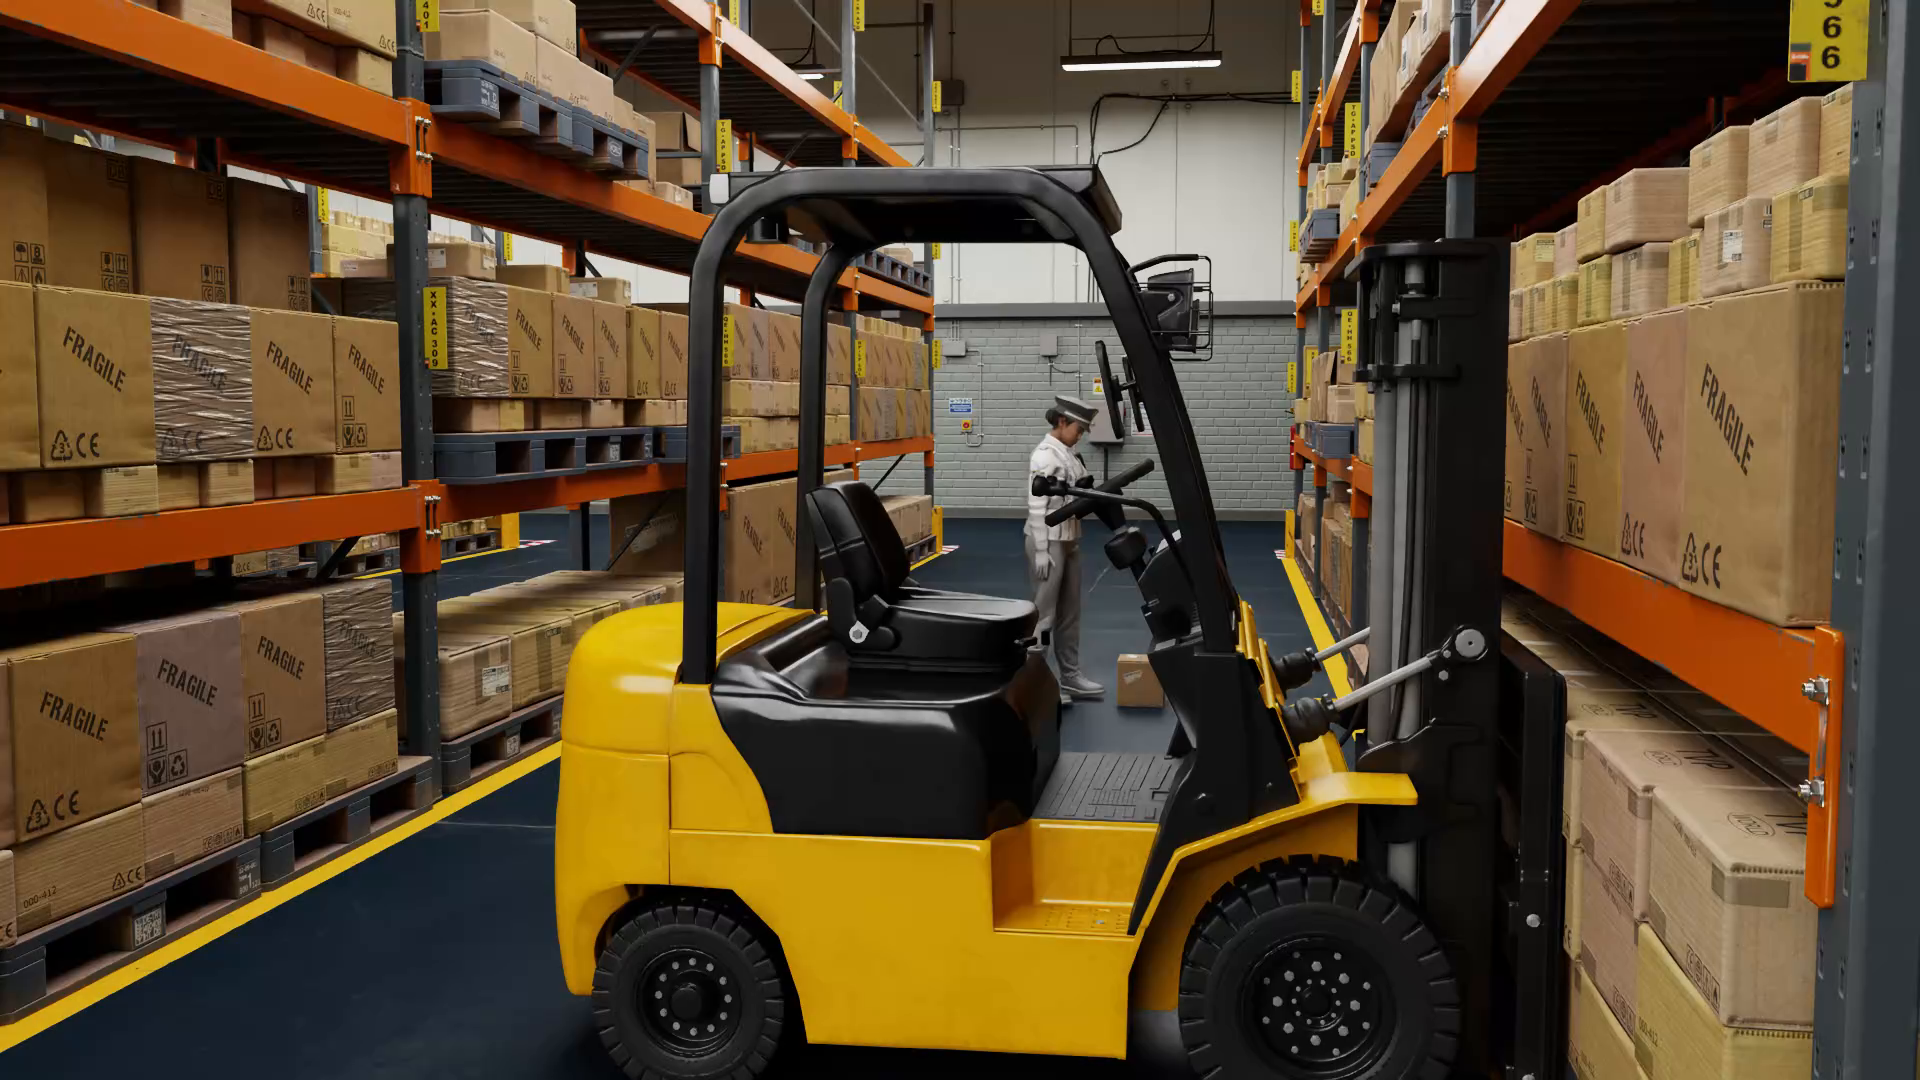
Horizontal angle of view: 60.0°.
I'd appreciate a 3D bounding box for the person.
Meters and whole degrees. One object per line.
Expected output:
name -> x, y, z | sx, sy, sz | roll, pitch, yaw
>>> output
person -> 0.554, 0.045, 9.103 | 0.406, 1.668, 0.523 | 2, 5, 22
